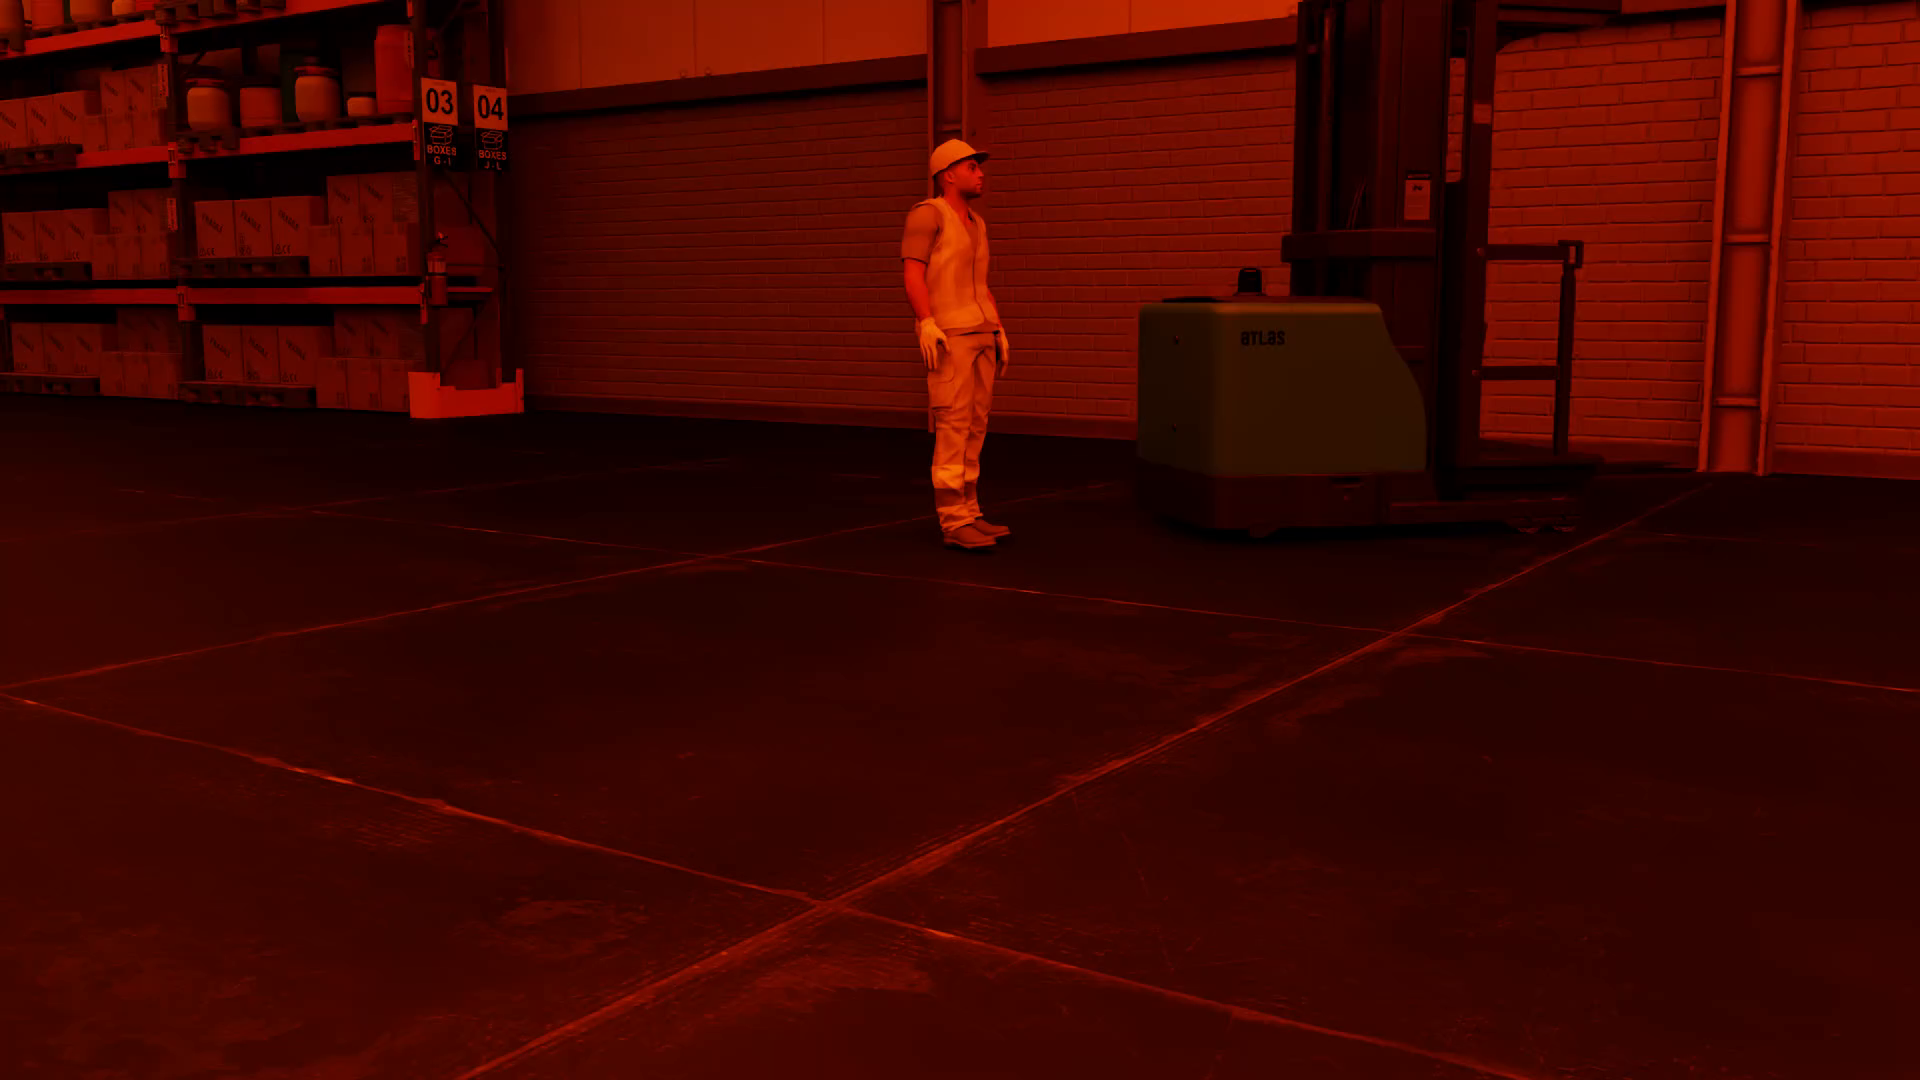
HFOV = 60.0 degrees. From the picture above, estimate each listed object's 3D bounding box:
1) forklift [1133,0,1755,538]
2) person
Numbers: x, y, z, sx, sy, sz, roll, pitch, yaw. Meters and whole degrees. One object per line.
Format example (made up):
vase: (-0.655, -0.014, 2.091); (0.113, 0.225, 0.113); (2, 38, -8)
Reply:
forklift: (2.441, -1.549, 8.085); (3.031, 2.935, 1.130); (-2, 8, -15)
person: (0.060, -0.885, 7.423); (0.564, 1.787, 0.638); (5, 10, 34)
